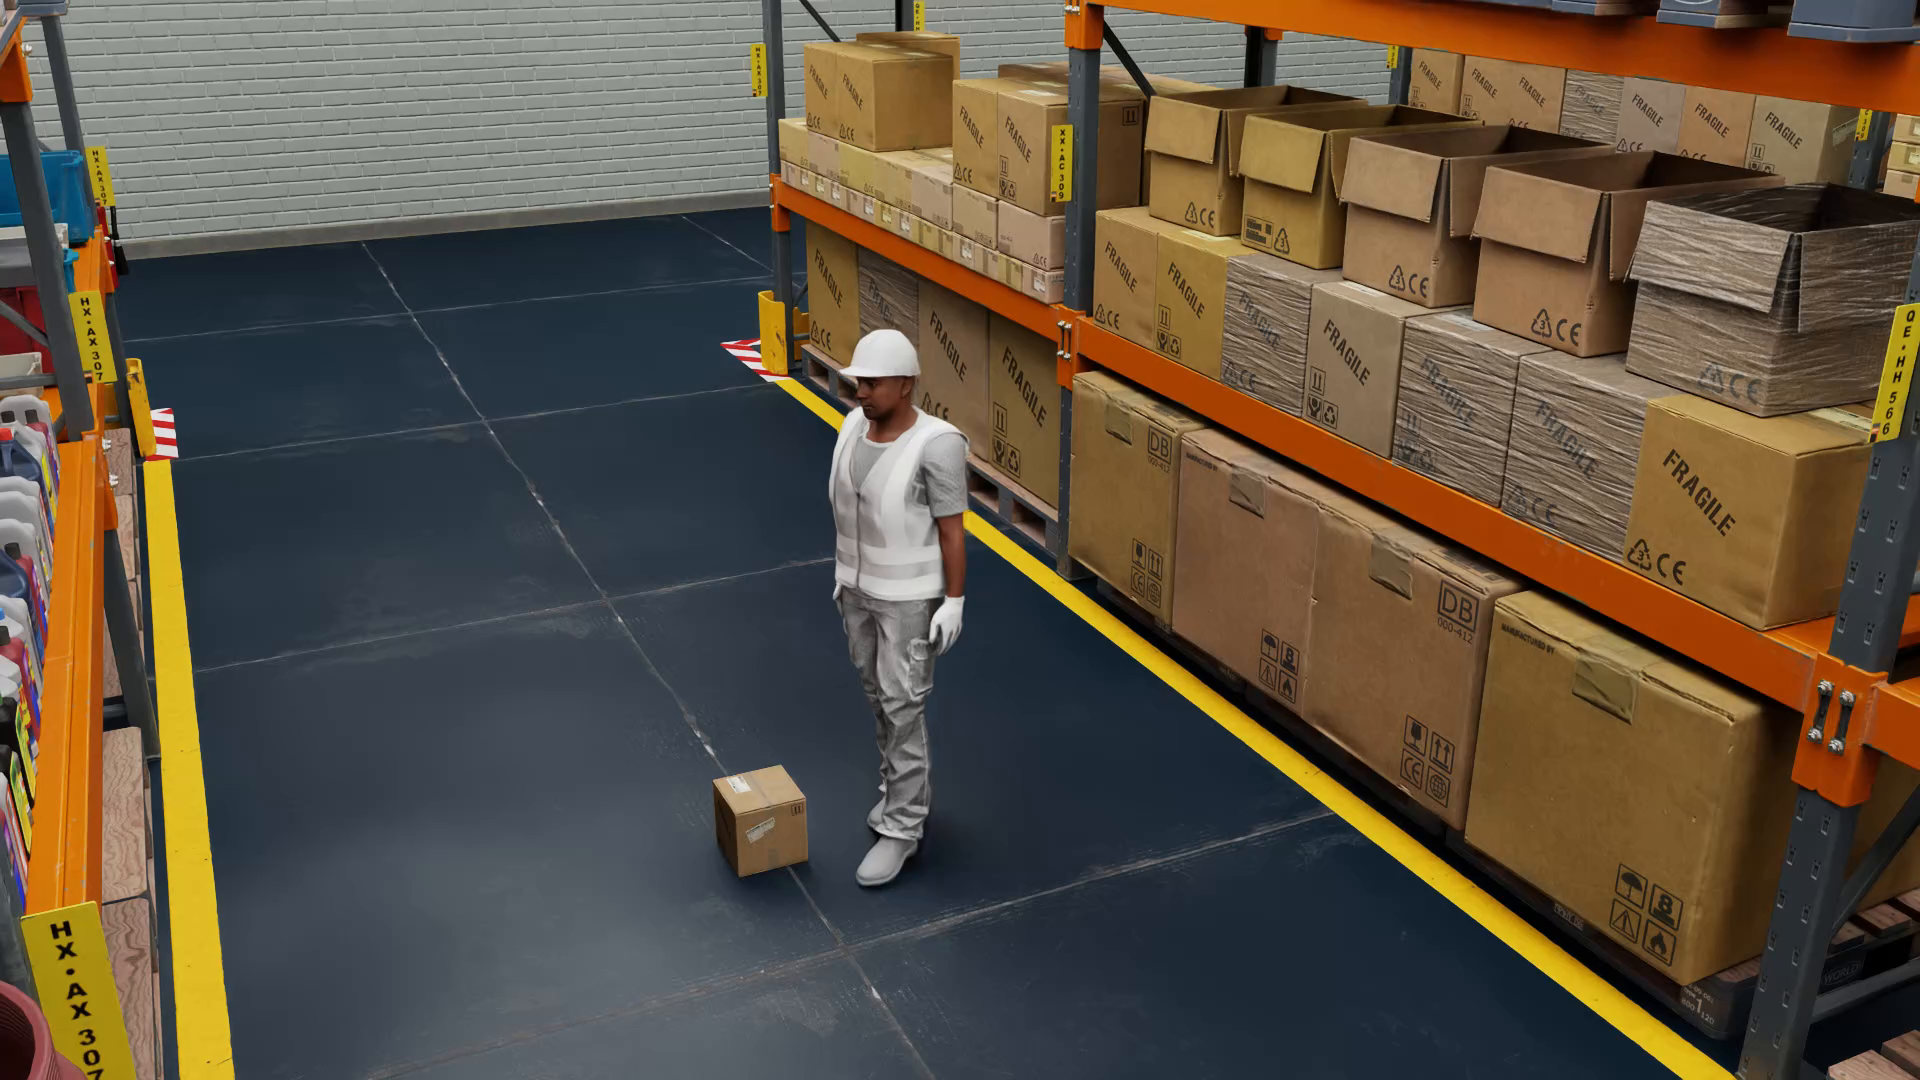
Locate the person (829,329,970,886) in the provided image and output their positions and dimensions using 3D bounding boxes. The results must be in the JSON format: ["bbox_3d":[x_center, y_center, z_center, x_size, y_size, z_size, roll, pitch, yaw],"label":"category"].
[{"bbox_3d":[-0.304,0.195,5.555,0.583,1.789,0.571,20,29,40],"label":"person"}]
